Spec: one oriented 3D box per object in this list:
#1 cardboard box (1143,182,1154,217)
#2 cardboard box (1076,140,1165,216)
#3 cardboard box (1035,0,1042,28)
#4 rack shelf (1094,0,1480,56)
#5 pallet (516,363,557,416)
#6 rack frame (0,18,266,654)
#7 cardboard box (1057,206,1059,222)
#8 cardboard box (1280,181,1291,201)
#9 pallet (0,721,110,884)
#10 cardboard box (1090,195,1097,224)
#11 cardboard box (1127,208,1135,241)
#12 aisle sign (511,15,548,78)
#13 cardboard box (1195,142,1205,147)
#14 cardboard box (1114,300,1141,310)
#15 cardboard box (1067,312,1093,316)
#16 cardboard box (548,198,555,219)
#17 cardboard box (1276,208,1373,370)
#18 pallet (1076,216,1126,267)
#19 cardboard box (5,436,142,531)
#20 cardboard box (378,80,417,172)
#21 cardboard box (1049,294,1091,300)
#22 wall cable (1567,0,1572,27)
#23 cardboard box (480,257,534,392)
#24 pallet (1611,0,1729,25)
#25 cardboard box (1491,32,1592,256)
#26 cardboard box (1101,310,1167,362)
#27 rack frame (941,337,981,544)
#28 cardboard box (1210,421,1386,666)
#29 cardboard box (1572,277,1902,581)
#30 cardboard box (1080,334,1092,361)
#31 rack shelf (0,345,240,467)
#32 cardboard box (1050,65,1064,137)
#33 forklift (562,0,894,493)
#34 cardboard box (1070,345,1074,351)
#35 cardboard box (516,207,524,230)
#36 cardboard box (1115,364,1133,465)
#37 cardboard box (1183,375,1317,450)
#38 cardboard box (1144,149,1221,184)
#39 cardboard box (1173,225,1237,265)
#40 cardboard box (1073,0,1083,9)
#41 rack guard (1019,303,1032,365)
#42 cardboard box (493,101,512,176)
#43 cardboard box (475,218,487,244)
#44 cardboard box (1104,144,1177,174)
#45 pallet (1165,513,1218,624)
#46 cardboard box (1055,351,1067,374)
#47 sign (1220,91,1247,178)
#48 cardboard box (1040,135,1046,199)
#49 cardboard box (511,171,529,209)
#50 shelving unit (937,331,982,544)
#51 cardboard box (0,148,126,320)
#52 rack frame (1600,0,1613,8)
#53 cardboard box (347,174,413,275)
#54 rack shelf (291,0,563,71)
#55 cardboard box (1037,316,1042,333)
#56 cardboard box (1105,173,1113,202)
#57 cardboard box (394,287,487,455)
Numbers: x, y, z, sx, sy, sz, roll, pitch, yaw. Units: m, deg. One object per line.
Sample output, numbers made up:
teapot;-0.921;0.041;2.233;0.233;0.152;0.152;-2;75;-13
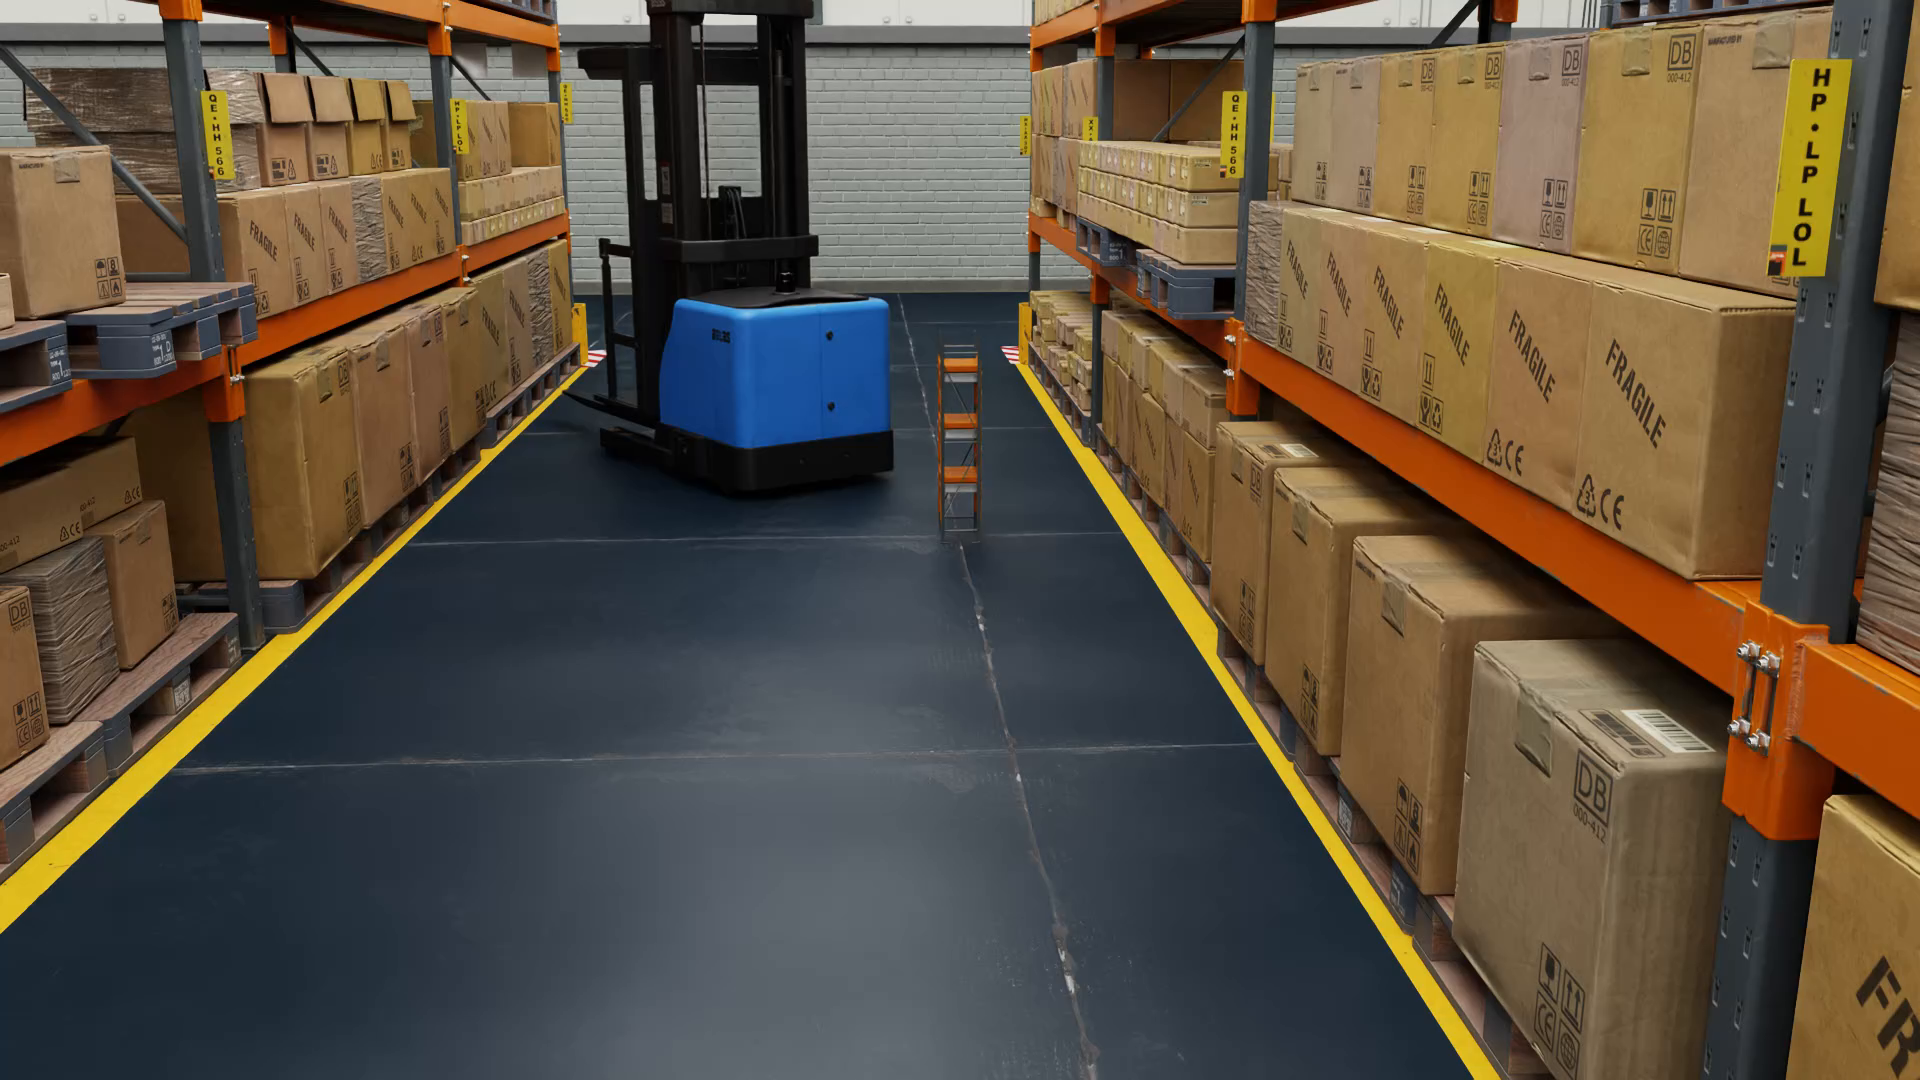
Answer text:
cardboard box;1.062;-1.588;7.743;0.380;0.149;0.250;-1;14;-3
cardboard box;1.040;-2.356;10.864;0.500;0.500;0.500;-1;14;-3
cardboard box;0.877;-4.306;13.525;0.500;0.250;0.500;0;14;-1
rack shelf;1.476;-2.654;8.246;1.077;0.370;4.000;-1;14;-3
pallet;-3.652;-1.140;12.533;1.003;0.211;1.213;-1;14;-3
rack frame;-3.357;-1.001;6.397;1.000;3.000;0.127;-1;14;-3
cardboard box;0.950;-2.512;12.775;0.380;0.149;0.250;-1;14;-5
cardboard box;1.715;-1.598;7.782;0.380;0.149;0.250;-1;14;-3
pallet;-3.238;0.847;4.813;1.003;0.211;1.213;-1;14;-3
cardboard box;0.952;-1.893;9.524;0.380;0.149;0.250;-1;14;-3
cardboard box;1.036;-1.569;8.265;0.380;0.149;0.250;0;14;-2
aisle sign;-3.558;-4.272;13.893;0.394;0.787;0.004;-1;14;-3
cardboard box;1.589;-2.253;9.732;0.380;0.149;0.250;-1;14;-5
cardboard box;1.444;-1.834;13.319;0.380;0.149;0.250;-1;15;-6
cardboard box;1.010;-1.629;12.523;0.380;0.149;0.250;-1;14;-3
cardboard box;-3.470;-2.658;13.341;0.380;0.149;0.250;-1;14;-3
cardboard box;1.392;-0.859;5.643;0.500;0.500;0.500;-1;14;-4
pallet;1.254;-1.762;9.740;1.003;0.211;1.213;-1;14;-3
cardboard box;-3.286;-0.200;5.914;0.500;0.250;0.500;0;14;-1
cardboard box;-3.557;-2.371;9.509;0.797;0.503;0.637;-1;14;-5
cardboard box;0.935;-1.951;13.772;0.380;0.149;0.250;-1;14;-2
wall cable;6.156;-7.470;19.501;2.355;3.000;0.029;-1;14;-3
cardboard box;-3.622;-1.559;11.988;0.875;0.875;0.875;-1;14;-3
pallet;6.095;-4.369;13.645;1.003;0.211;1.213;-1;14;-3
cardboard box;1.746;-0.967;4.059;0.700;0.500;0.500;-1;14;-3
cardboard box;1.134;-1.215;9.899;0.500;0.250;0.500;-2;15;-6
rack frame;0.004;-0.491;8.329;0.200;1.050;0.008;-1;14;-3
cardboard box;1.548;-0.013;6.231;1.050;0.750;0.750;-1;14;-4
cardboard box;1.548;-0.232;3.206;0.500;0.500;0.500;-1;14;-4
cardboard box;1.015;-1.305;11.265;0.380;0.149;0.250;-1;14;-3
rack shelf;-3.233;-0.155;4.553;1.077;0.370;4.000;-1;14;-3
cardboard box;0.950;-3.221;12.222;0.500;0.500;0.500;-1;14;-5
forklift;-1.659;-1.999;10.412;1.130;2.935;3.031;-10;18;-34
cardboard box;0.999;-1.348;12.027;0.380;0.149;0.250;-1;14;-2
cardboard box;-3.389;-2.340;12.107;0.380;0.149;0.250;-1;14;-5
cardboard box;1.167;-0.721;9.481;0.500;0.500;0.500;0;14;-1
cardboard box;1.296;-0.574;7.408;0.500;0.250;0.500;-1;14;-5
cardboard box;1.062;-1.731;7.702;0.380;0.149;0.250;0;14;-2
cardboard box;1.110;-1.250;7.025;0.380;0.149;0.250;-1;14;-3
cardboard box;1.033;-3.669;11.050;0.500;0.250;0.500;-1;14;-4
rack guard;1.109;-1.813;14.568;1.175;0.500;0.348;-1;14;-3
cardboard box;-3.439;-2.805;11.609;0.500;0.500;0.500;-1;14;-5
cardboard box;-3.307;-2.018;10.854;0.380;0.149;0.250;-1;14;-5
cardboard box;0.983;-2.053;8.954;0.380;0.149;0.250;-1;14;-4
pallet;1.553;0.104;7.700;1.003;0.211;1.213;-1;14;-3
cardboard box;0.926;-1.345;12.612;0.380;0.149;0.250;-1;14;-3
sign;1.059;-1.564;6.421;0.100;0.325;0.005;-1;14;-3
cardboard box;0.915;-2.986;13.314;0.500;0.500;0.500;-1;14;-3
cardboard box;-3.459;-2.563;12.173;0.500;0.250;0.500;-1;14;-3
shelving unit;-0.003;-0.522;8.447;0.215;1.050;0.252;-1;14;-3
cardboard box;-3.149;-0.982;5.279;0.700;0.500;0.500;1;14;5
rack frame;6.038;-6.049;13.977;1.000;3.000;0.127;-1;14;-3
cardboard box;-3.240;-1.679;8.832;0.500;0.500;0.500;-1;14;-4
rack shelf;-3.729;-3.597;11.912;1.077;0.370;4.000;-1;14;-3
cardboard box;0.841;-1.806;13.806;0.380;0.149;0.250;-1;14;-4
cardboard box;0.987;-1.908;8.985;0.380;0.149;0.250;0;14;-1
cardboard box;-3.545;-1.011;9.858;1.225;0.875;0.875;-1;14;-3
